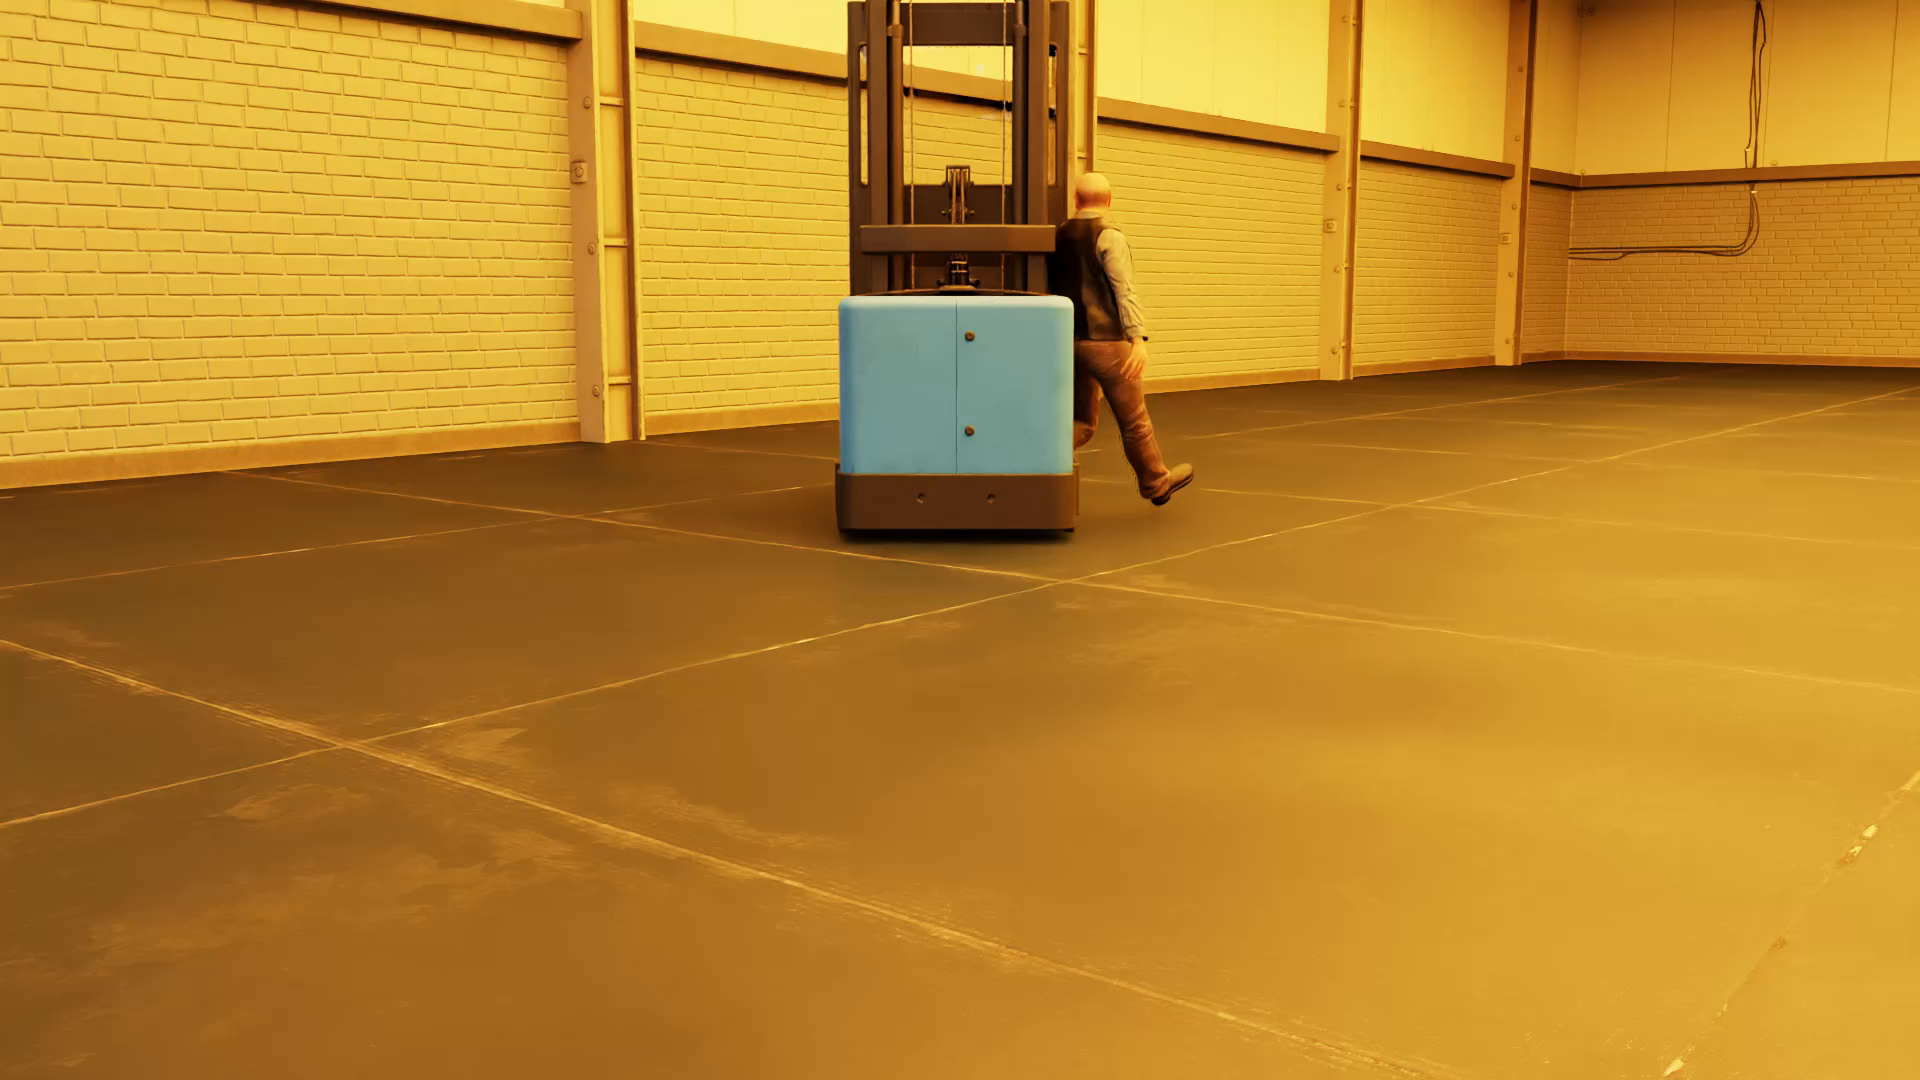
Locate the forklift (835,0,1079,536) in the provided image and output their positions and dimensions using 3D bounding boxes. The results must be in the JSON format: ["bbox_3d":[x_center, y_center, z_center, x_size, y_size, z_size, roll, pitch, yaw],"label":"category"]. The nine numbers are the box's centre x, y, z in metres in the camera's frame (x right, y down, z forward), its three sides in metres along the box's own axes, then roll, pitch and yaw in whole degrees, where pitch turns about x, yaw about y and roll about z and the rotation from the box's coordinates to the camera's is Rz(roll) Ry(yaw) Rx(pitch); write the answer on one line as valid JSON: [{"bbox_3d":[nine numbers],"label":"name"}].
[{"bbox_3d":[-0.007,-1.645,8.522,1.130,2.935,3.031,0,8,0],"label":"forklift"}]

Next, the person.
[{"bbox_3d":[0.759,-0.958,8.099,0.945,1.625,0.723,-8,11,-42],"label":"person"}]
